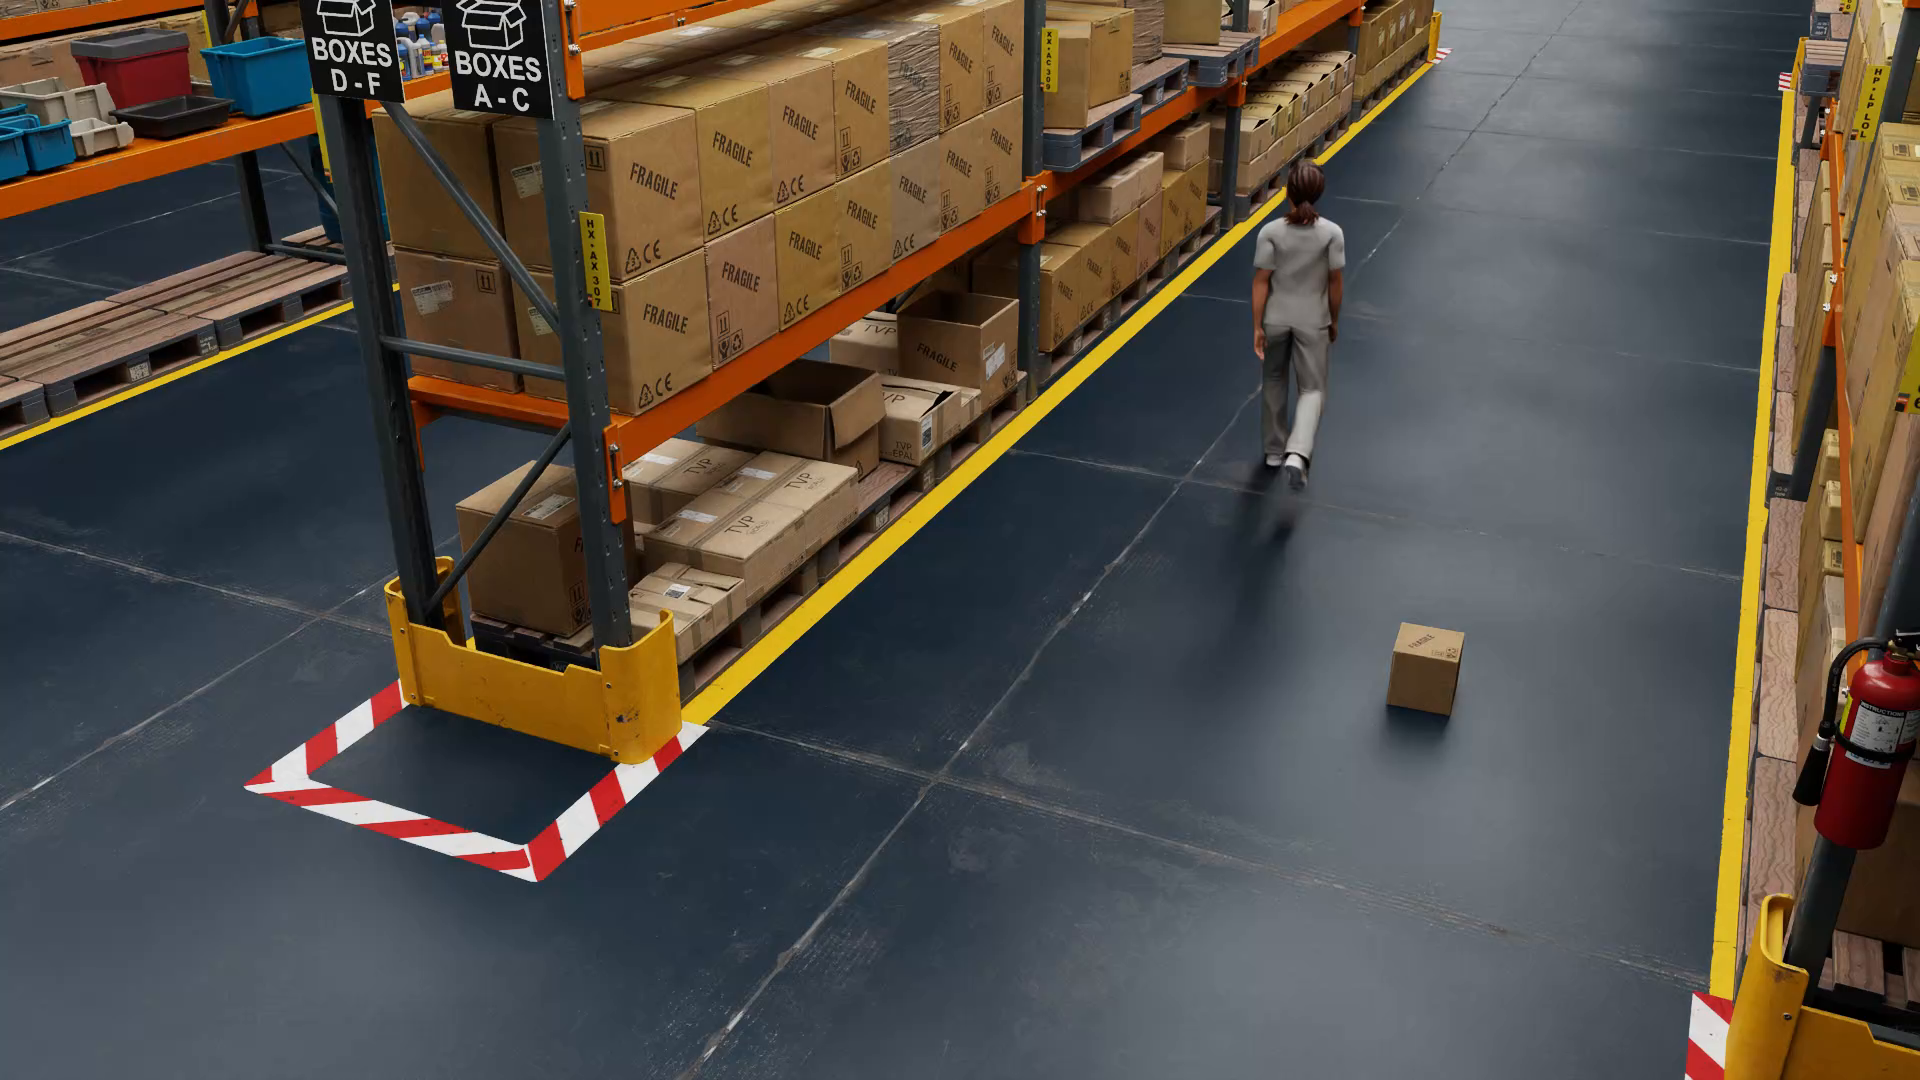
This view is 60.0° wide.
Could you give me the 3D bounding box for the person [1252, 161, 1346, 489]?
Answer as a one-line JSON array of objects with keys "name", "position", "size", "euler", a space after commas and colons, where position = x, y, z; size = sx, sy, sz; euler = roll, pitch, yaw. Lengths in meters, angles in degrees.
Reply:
[{"name": "person", "position": [1.650, -1.054, 8.231], "size": [0.438, 1.635, 0.879], "euler": [7, 27, 13]}]
